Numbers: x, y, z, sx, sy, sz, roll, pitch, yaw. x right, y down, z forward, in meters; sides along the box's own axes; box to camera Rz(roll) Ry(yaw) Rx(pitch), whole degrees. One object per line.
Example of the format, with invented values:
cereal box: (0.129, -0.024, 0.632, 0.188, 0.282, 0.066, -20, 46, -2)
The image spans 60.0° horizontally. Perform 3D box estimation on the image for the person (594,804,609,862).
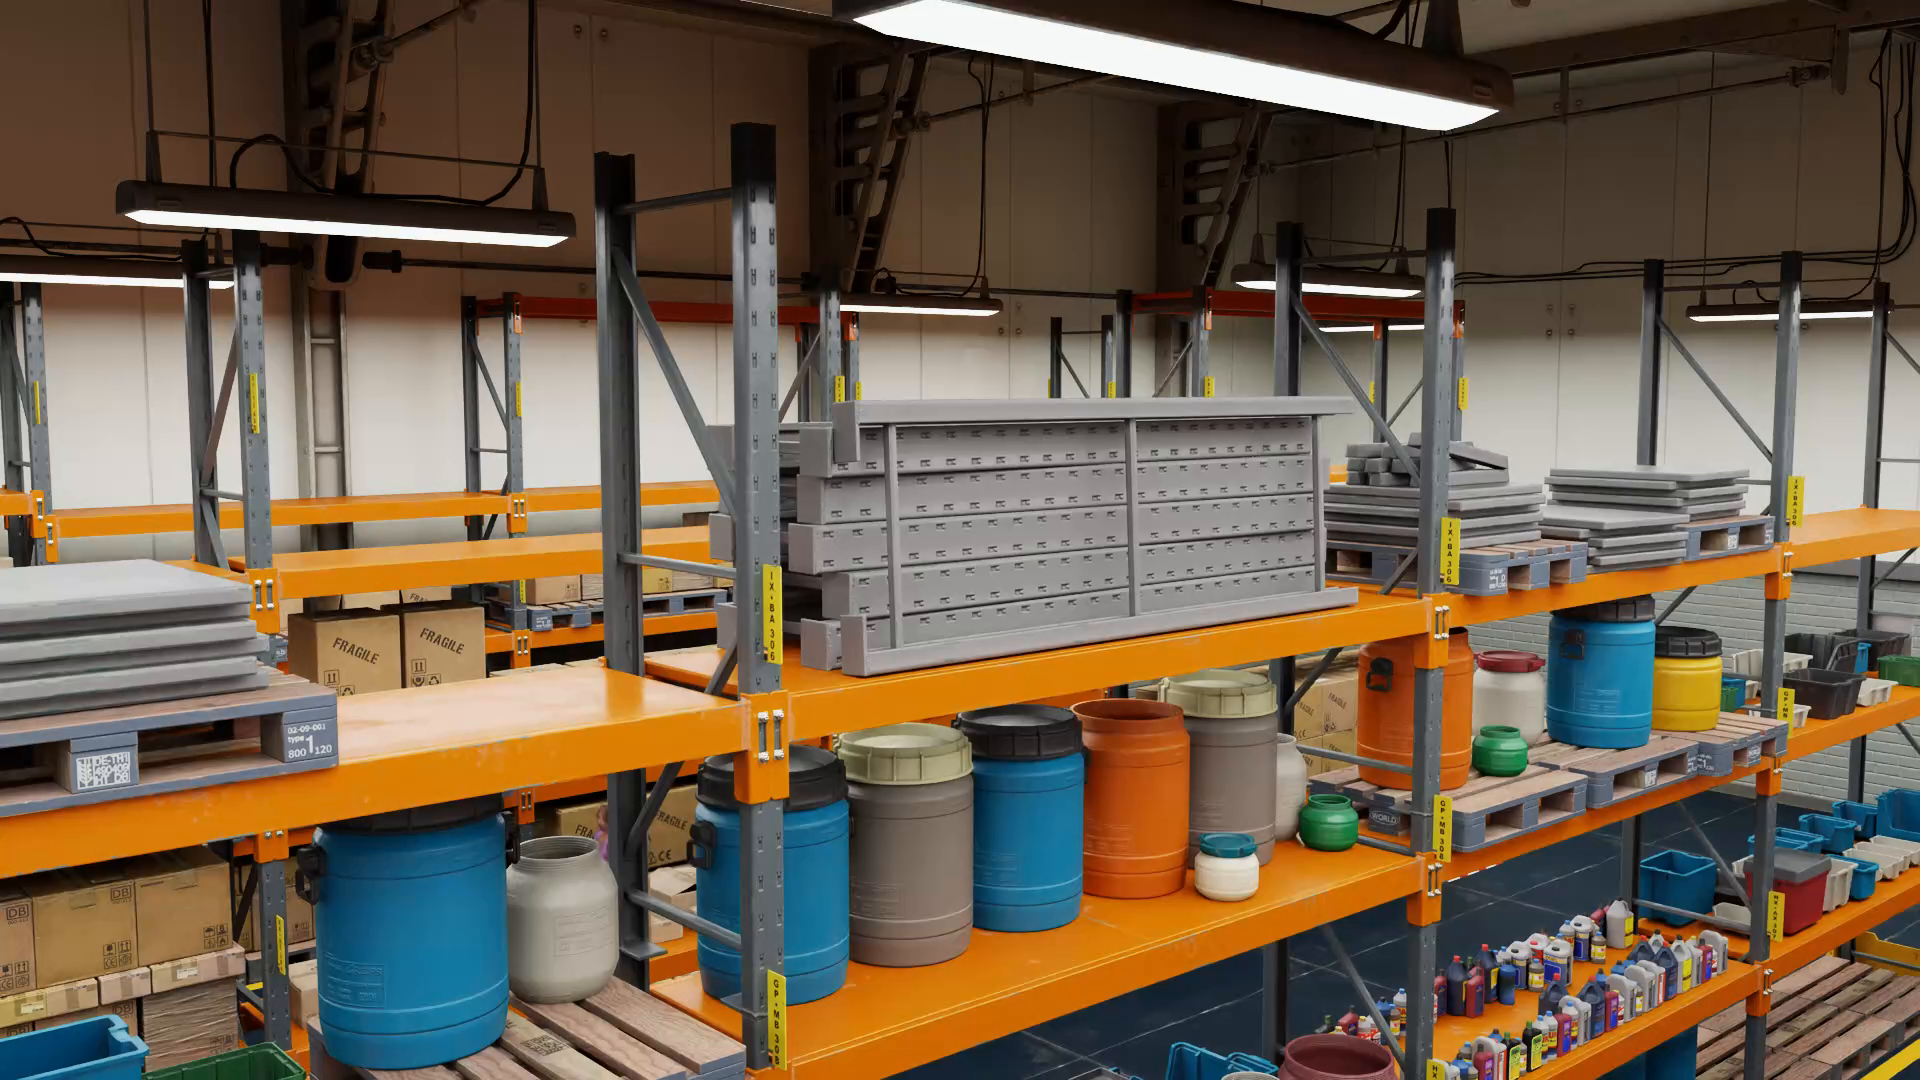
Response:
person: (-2.948, 3.023, 14.086, 0.519, 1.626, 0.782, 4, 7, 37)
